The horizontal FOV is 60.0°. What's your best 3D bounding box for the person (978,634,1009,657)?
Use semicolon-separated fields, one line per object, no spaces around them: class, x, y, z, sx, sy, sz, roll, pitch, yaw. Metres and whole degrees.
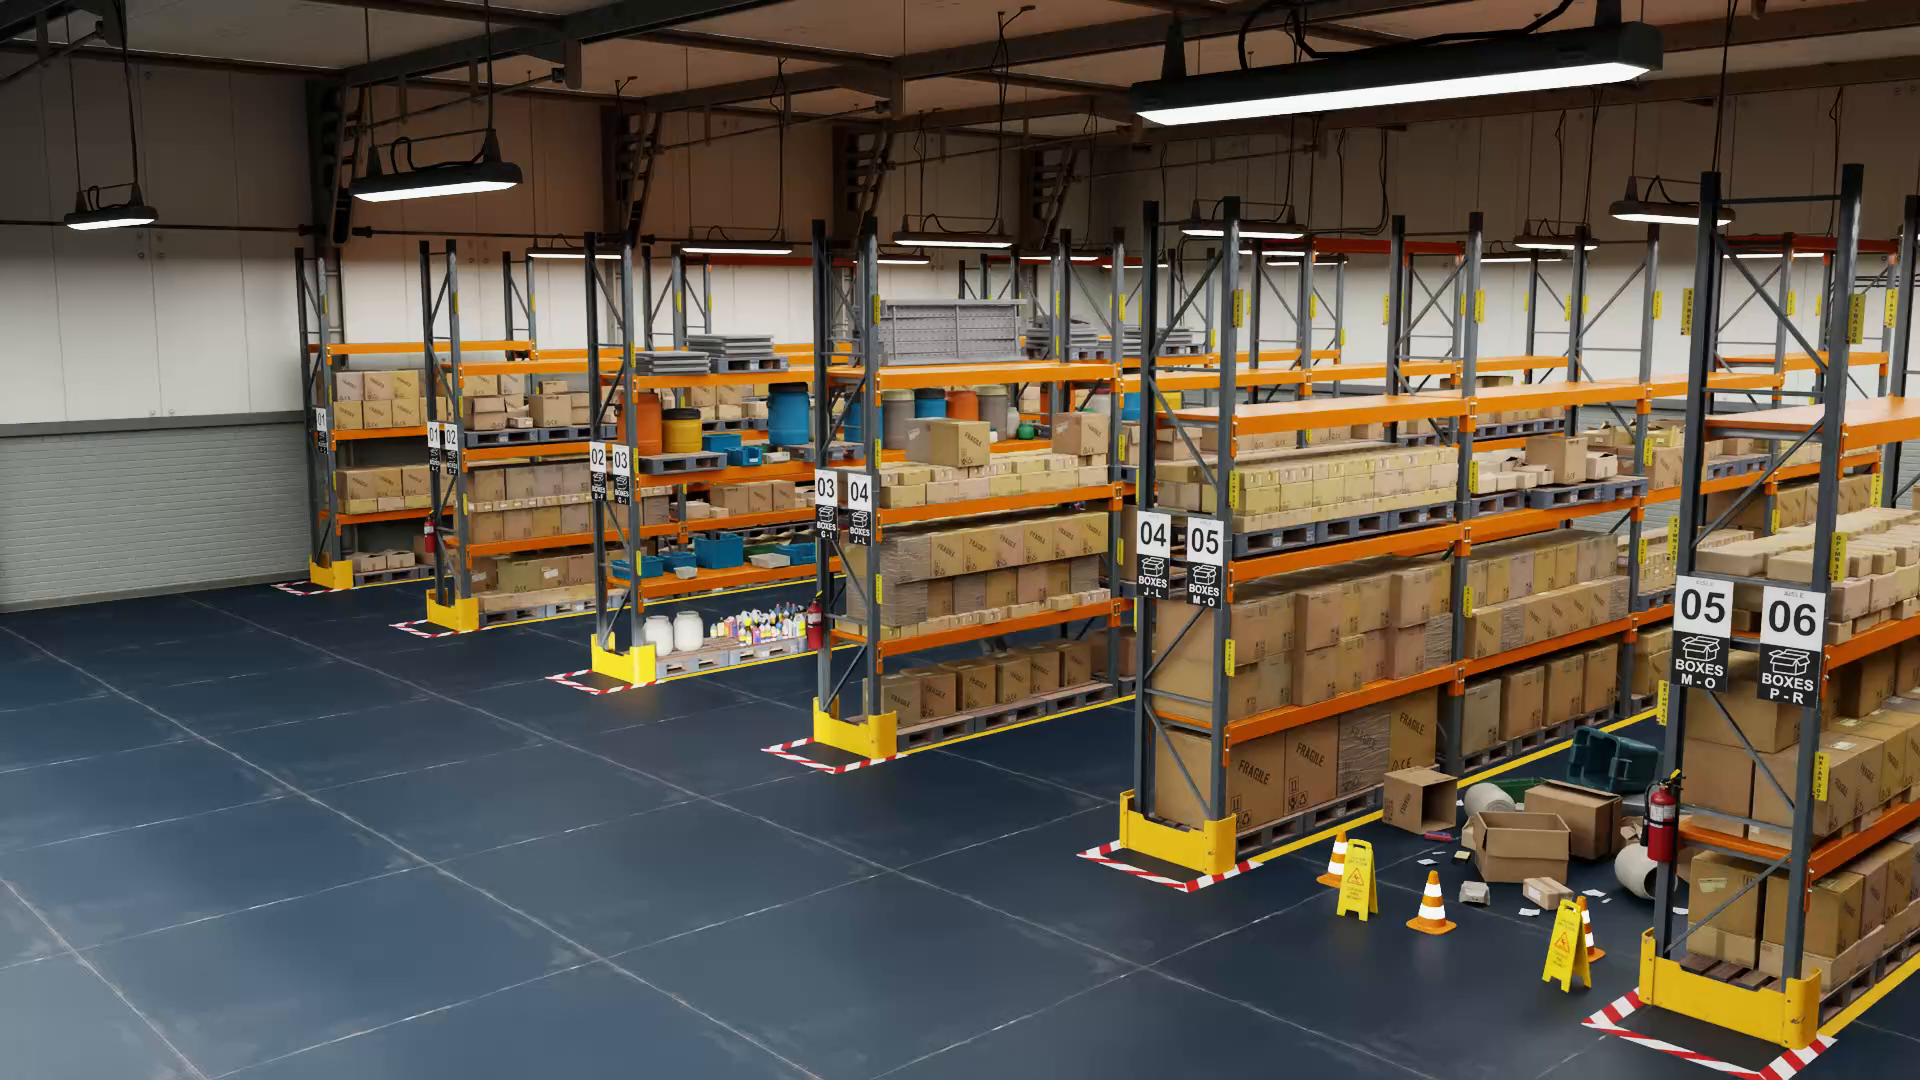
person;0.408;0.845;22.431;0.614;1.620;0.693;-2;9;-13

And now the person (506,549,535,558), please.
person;-7.801;0.039;29.454;0.706;1.738;0.876;-1;8;-6
